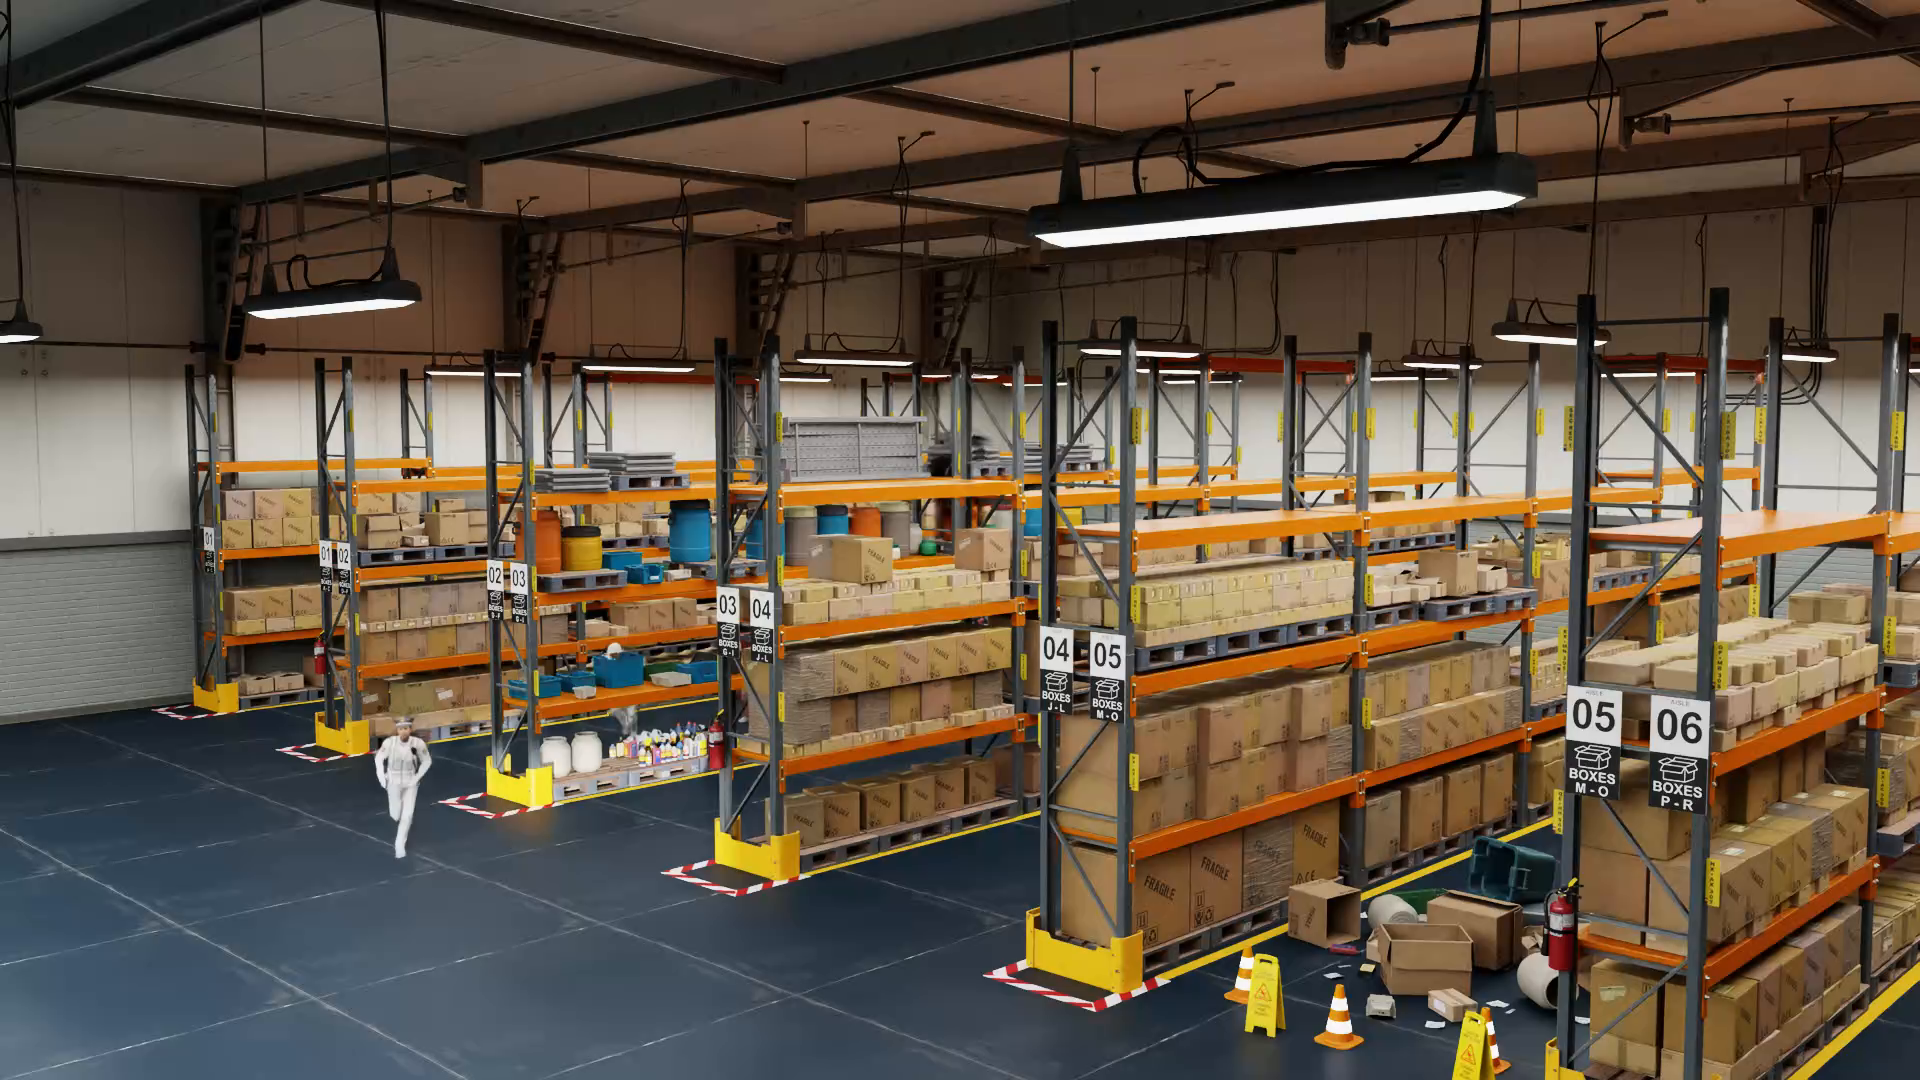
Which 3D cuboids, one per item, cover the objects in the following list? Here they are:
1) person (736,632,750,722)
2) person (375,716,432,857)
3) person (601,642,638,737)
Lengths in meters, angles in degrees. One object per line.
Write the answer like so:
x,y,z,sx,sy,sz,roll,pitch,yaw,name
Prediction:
-3.590,2.234,27.810,0.570,1.620,0.564,3,6,38,person
-6.561,2.867,19.639,0.640,1.661,0.711,-1,4,-11,person
-5.352,2.362,26.148,0.739,1.579,0.899,1,4,12,person
